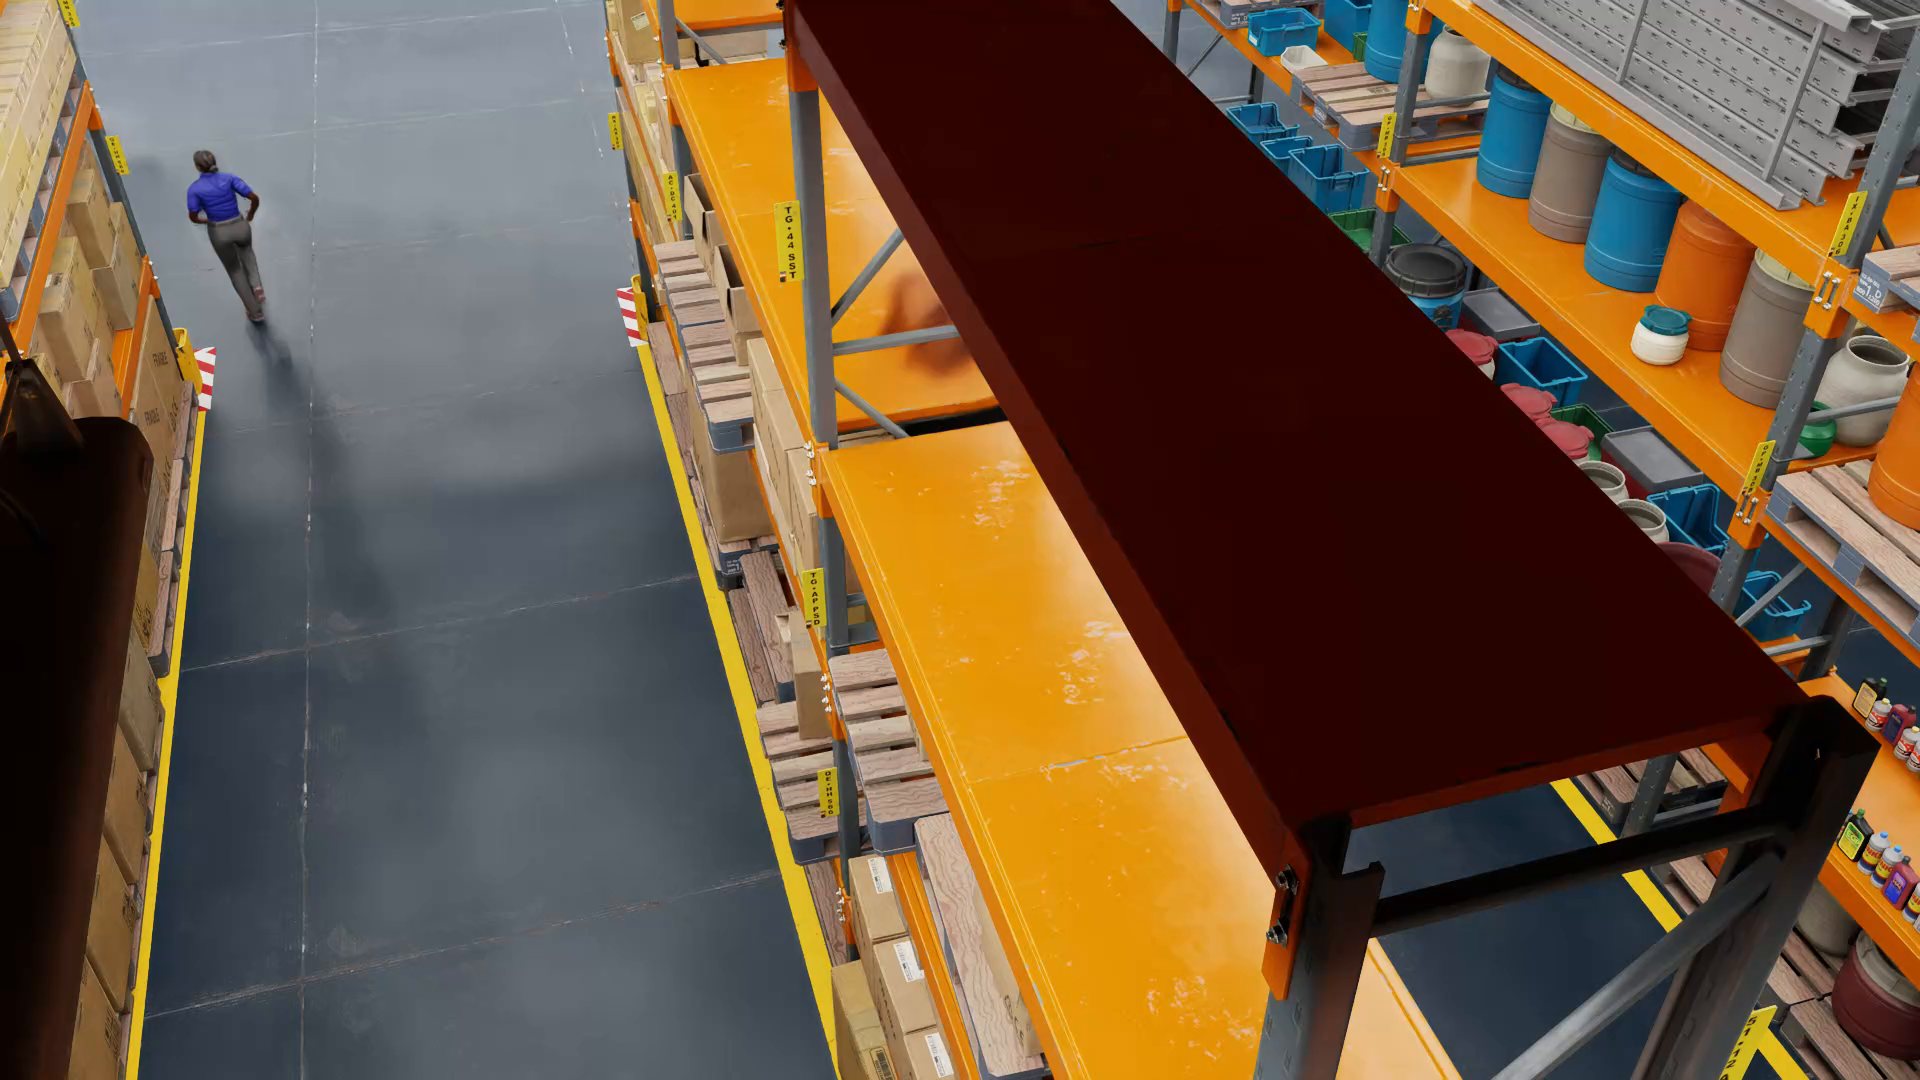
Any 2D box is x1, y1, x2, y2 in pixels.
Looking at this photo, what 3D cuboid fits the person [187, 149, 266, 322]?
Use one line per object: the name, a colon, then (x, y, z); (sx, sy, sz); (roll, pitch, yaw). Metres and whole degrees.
person: (-6.598, -2.777, 15.022); (0.591, 1.640, 0.626); (-24, 44, -27)
